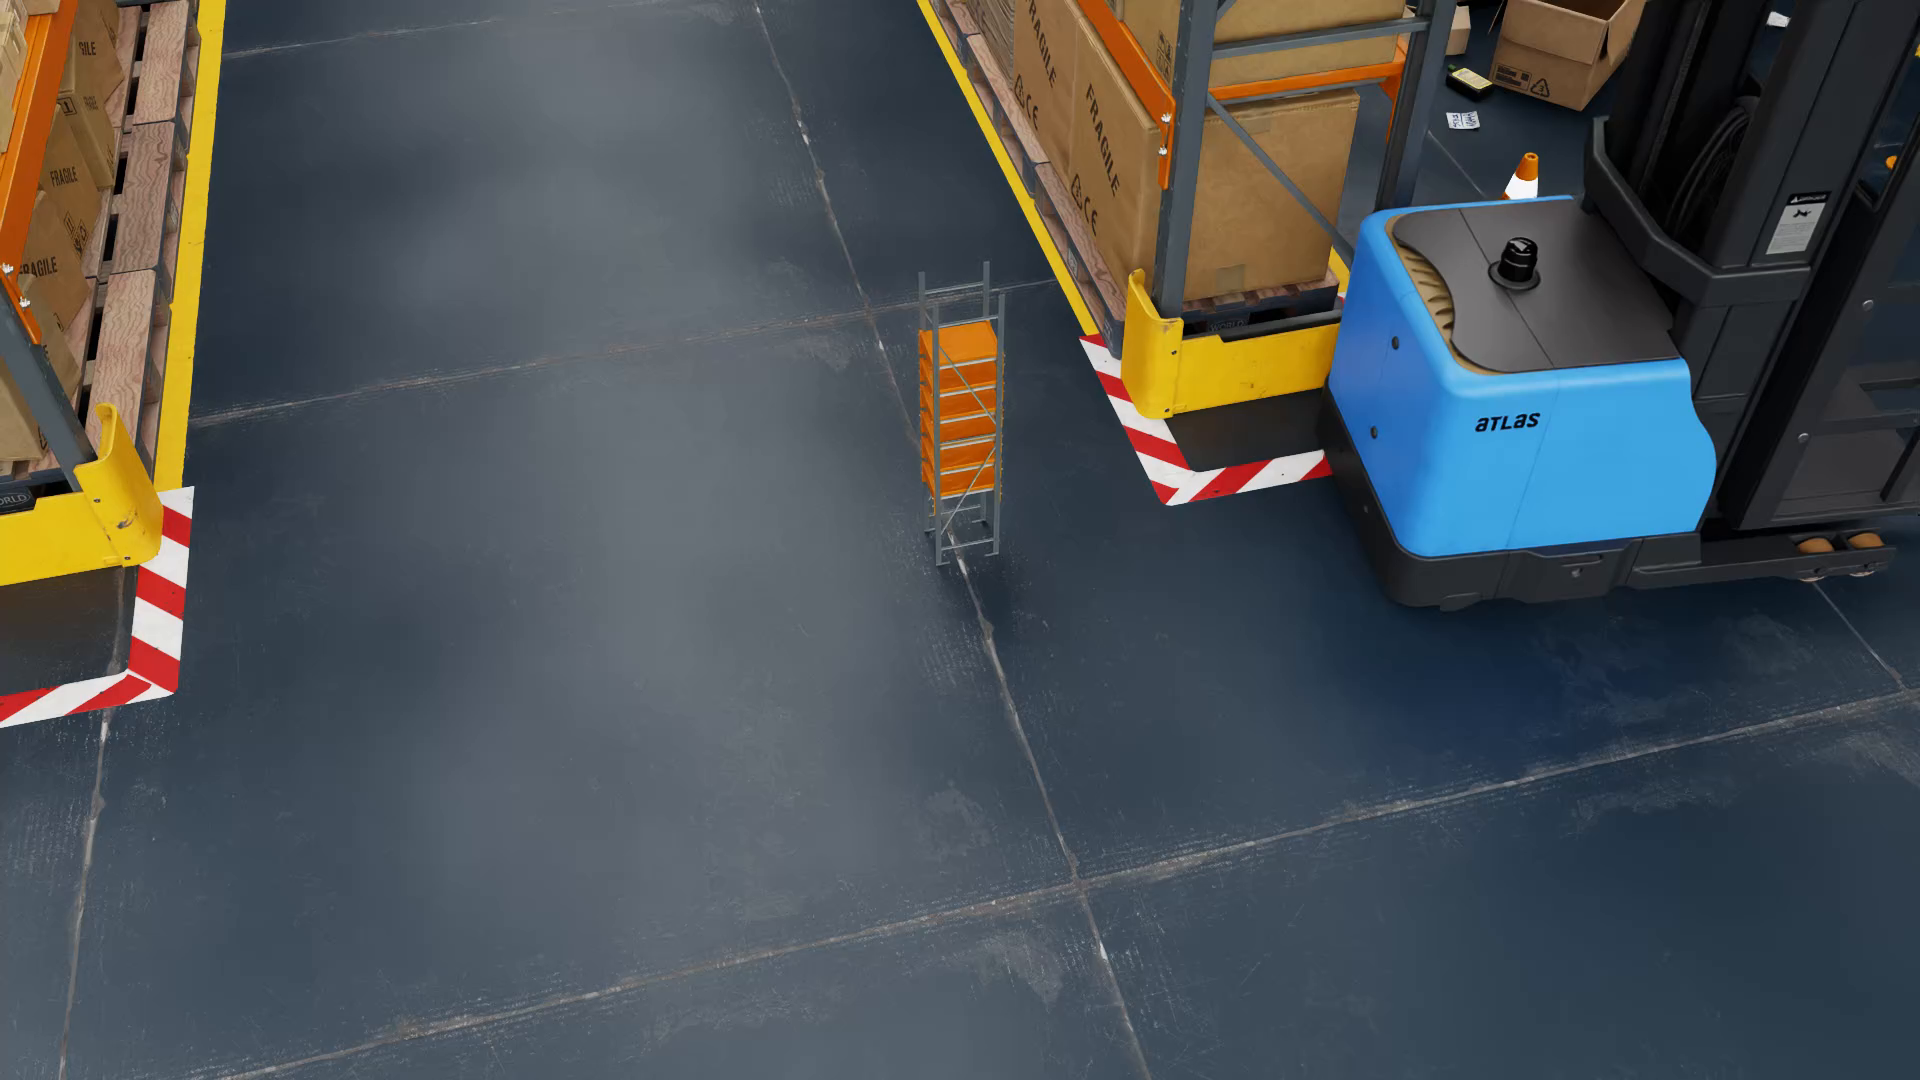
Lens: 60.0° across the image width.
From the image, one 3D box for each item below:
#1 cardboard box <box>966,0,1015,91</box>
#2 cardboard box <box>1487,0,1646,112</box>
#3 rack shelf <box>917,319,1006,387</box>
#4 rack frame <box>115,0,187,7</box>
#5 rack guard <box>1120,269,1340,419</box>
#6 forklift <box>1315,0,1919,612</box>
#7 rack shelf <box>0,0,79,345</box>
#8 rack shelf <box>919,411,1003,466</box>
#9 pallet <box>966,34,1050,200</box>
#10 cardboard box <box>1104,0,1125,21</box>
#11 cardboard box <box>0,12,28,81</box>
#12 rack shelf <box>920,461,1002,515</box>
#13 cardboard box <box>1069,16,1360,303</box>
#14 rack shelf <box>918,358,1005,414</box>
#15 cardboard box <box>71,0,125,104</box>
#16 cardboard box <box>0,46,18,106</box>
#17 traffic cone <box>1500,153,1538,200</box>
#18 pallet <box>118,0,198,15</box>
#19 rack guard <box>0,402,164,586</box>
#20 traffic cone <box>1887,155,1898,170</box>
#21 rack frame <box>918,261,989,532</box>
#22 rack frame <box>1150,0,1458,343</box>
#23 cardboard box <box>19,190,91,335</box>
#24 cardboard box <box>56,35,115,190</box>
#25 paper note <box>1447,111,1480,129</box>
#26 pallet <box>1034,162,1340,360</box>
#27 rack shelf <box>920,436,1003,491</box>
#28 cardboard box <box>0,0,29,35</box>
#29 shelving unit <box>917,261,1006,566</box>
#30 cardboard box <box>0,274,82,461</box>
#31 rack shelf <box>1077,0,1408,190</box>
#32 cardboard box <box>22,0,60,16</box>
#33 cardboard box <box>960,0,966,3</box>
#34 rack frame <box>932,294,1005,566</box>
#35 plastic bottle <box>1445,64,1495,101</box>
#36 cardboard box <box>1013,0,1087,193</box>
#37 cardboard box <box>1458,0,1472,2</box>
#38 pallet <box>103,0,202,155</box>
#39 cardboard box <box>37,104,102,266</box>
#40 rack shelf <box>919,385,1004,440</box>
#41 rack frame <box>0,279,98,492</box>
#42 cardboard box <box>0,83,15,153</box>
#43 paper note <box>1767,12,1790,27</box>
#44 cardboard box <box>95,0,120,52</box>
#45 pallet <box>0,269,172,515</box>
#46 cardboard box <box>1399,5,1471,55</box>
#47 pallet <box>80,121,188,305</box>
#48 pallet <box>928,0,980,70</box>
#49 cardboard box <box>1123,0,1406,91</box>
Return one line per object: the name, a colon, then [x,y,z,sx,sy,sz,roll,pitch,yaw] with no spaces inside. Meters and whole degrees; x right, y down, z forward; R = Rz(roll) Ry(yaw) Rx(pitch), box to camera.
cardboard box: [0.559,-2.866,8.152,0.875,0.875,0.875,-10,46,-10]
cardboard box: [3.117,-2.620,8.466,0.637,0.503,0.797,27,51,24]
rack shelf: [0.004,-0.631,5.586,0.258,0.103,0.180,-11,47,-10]
rack frame: [-4.590,-3.694,7.770,1.000,3.000,0.127,-11,47,-10]
rack guard: [1.261,-0.878,6.760,1.175,0.500,0.348,-11,47,-10]
forklift: [2.962,-1.244,5.417,3.031,2.935,1.130,-6,46,-5]
rack shelf: [-4.077,-2.061,6.674,1.077,0.370,4.000,-11,47,-10]
rack shelf: [0.004,-0.379,5.843,0.258,0.103,0.180,-11,47,-10]
pallet: [0.666,-2.172,8.231,1.003,0.211,1.213,-11,47,-10]
cardboard box: [0.954,-2.446,6.442,0.875,0.550,0.550,-11,47,-10]
cardboard box: [-3.644,-1.779,6.069,0.380,0.149,0.250,-11,47,-10]
rack shelf: [0.004,-0.211,6.015,0.258,0.103,0.180,-11,47,-10]
cardboard box: [1.018,-1.629,6.940,0.875,0.875,0.875,-10,47,-10]
rack shelf: [0.004,-0.547,5.672,0.258,0.103,0.180,-11,47,-10]
cardboard box: [-4.372,-2.289,7.849,0.500,0.500,0.500,3,46,2]
cardboard box: [-3.587,-1.605,5.899,0.380,0.149,0.250,-11,47,-10]
traffic cone: [2.492,-1.508,7.404,0.336,0.463,0.334,-11,47,-10]
pallet: [-4.790,-3.255,9.292,1.003,0.211,1.213,-11,47,-10]
rack guard: [-3.585,-0.110,6.008,1.175,0.500,0.348,-11,47,-10]
traffic cone: [4.657,-1.917,7.805,0.336,0.463,0.334,-11,47,-10]
rack frame: [-0.020,-0.473,5.874,0.240,1.200,0.006,-11,47,-10]
rack frame: [1.255,-1.770,5.884,1.000,3.000,0.127,-11,47,-10]
cardboard box: [-3.895,-1.045,6.630,0.500,0.500,0.500,0,46,0]
cardboard box: [-4.137,-1.874,7.443,0.500,0.500,0.500,-15,47,-14]
paper note: [2.506,-2.094,8.282,0.144,0.017,0.142,4,46,4]
pallet: [0.975,-1.331,7.407,1.003,0.211,1.213,-11,47,-10]
rack shelf: [0.004,-0.295,5.929,0.258,0.103,0.180,-11,47,-10]
cardboard box: [-3.734,-1.947,6.233,0.380,0.149,0.250,-11,47,-10]
shelving unit: [0.004,-0.410,5.812,0.258,1.200,0.189,-11,47,-10]
cardboard box: [-3.709,-0.639,6.232,0.500,0.500,0.500,-3,46,-3]
rack shelf: [0.743,-2.899,7.494,1.077,0.370,4.000,-11,47,-10]
cardboard box: [-3.698,-2.138,6.421,0.380,0.149,0.250,-11,47,-10]
cardboard box: [0.324,-3.487,8.761,0.875,0.875,0.875,-10,46,-10]
rack frame: [0.027,-0.347,5.750,0.240,1.200,0.006,-11,47,-10]
plastic bottle: [2.585,-2.348,8.508,0.133,0.061,0.283,-26,51,-24]
cardboard box: [0.790,-2.236,7.535,0.875,0.875,0.875,-11,47,-11]
cardboard box: [2.870,-3.312,9.048,0.797,0.637,0.503,-11,47,-10]
pallet: [-4.383,-2.261,8.318,1.003,0.211,1.213,-11,47,-10]
cardboard box: [-4.037,-1.481,7.057,0.500,0.500,0.500,-7,46,-7]
rack shelf: [0.004,-0.463,5.758,0.258,0.103,0.180,-11,47,-10]
rack frame: [-3.565,-0.932,5.064,1.000,3.000,0.127,-11,47,-10]
cardboard box: [-3.503,-1.436,5.733,0.380,0.149,0.250,-11,47,-10]
paper note: [4.428,-2.817,8.989,0.142,0.019,0.148,-26,51,-24]
cardboard box: [-4.526,-2.683,8.235,0.500,0.500,0.500,-12,47,-12]
pallet: [-3.759,-0.576,6.667,1.003,0.211,1.213,-11,47,-10]
cardboard box: [2.452,-2.724,8.734,0.396,0.266,0.258,-3,46,-3]
pallet: [-4.067,-1.417,7.491,1.003,0.211,1.213,-11,47,-10]
pallet: [0.350,-3.016,9.058,1.003,0.211,1.213,-11,47,-10]
cardboard box: [1.116,-2.070,6.073,0.875,0.550,0.550,-11,47,-10]
